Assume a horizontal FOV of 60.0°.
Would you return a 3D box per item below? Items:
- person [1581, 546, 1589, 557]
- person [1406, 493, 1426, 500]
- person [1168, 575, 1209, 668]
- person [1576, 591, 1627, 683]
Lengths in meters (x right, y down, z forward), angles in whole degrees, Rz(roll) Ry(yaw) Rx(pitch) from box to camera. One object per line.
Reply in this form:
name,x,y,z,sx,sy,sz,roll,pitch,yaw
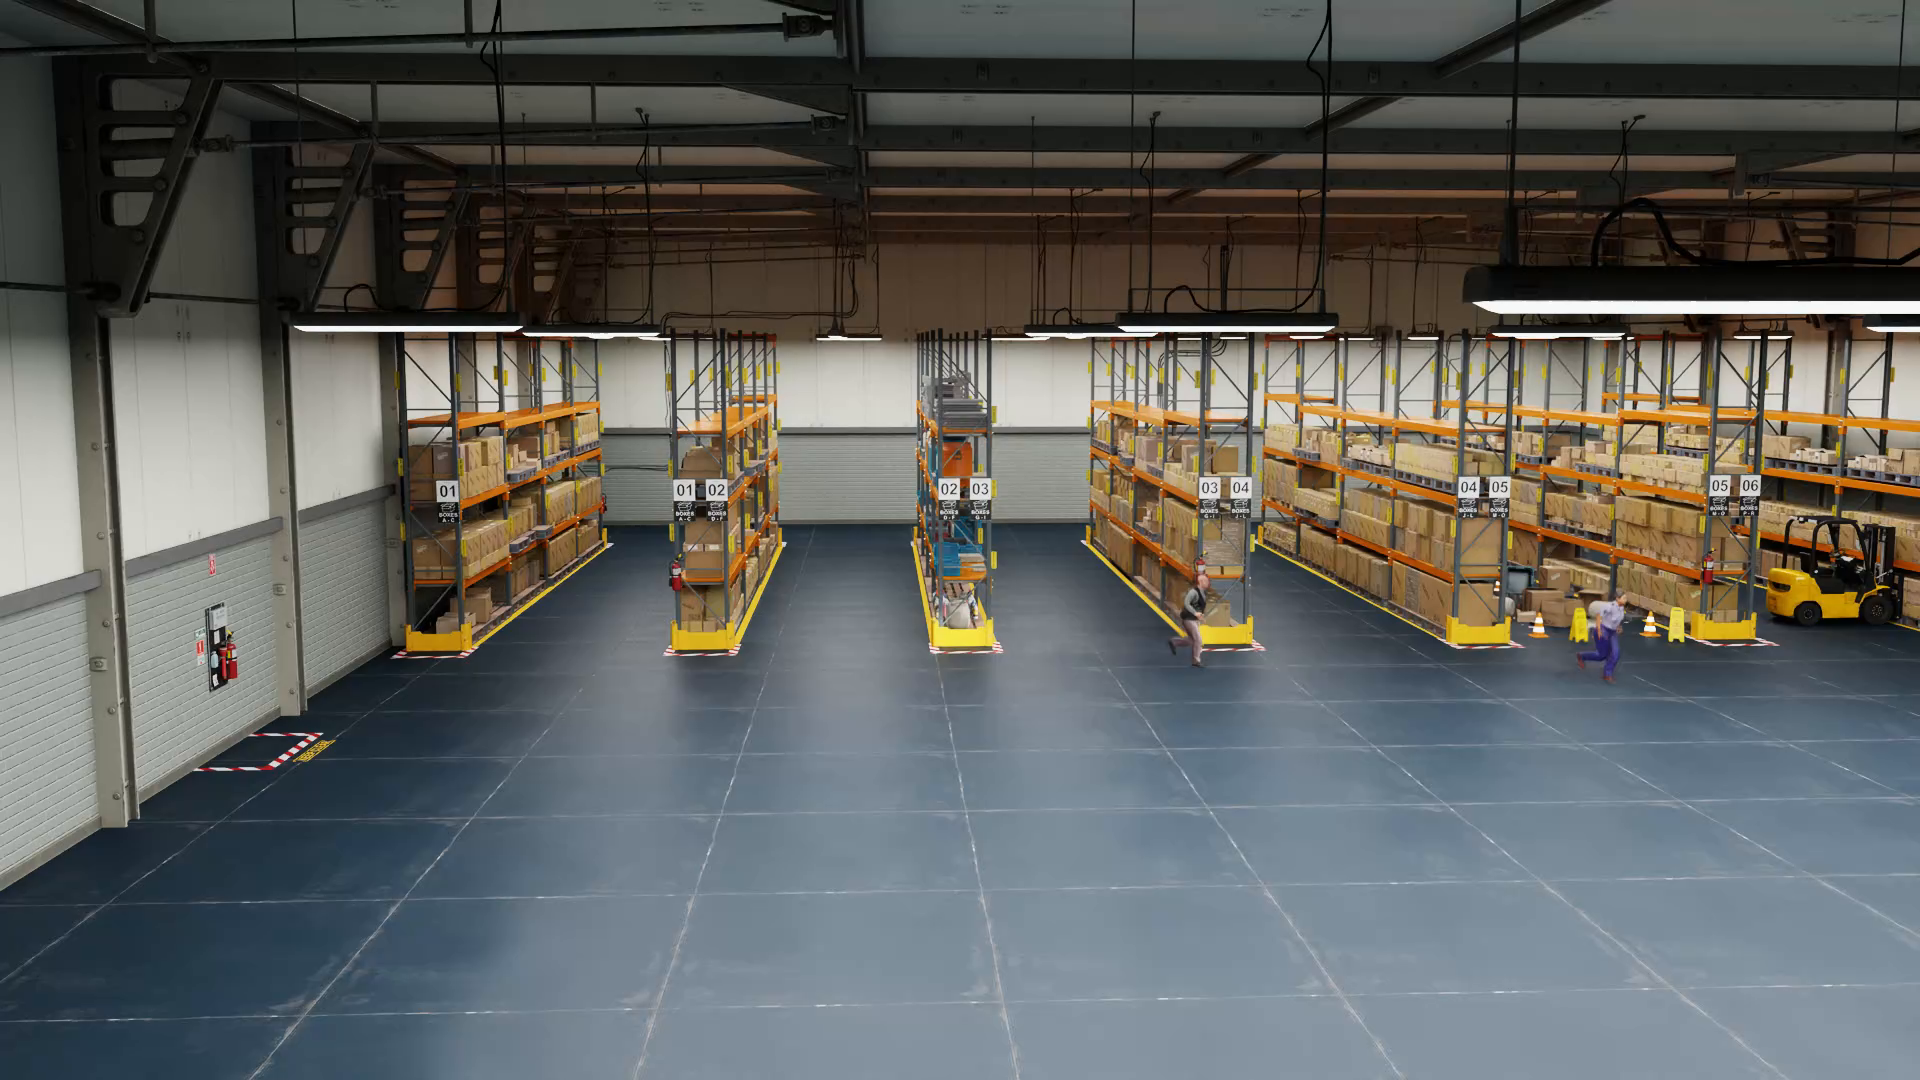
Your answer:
person,16.478,-0.370,44.440,0.589,1.720,0.873,-2,7,-18
person,13.546,-0.910,49.402,0.706,1.704,0.568,0,7,0
person,4.053,1.430,29.590,0.809,1.671,0.636,5,8,36
person,10.972,1.628,28.411,0.827,1.602,0.606,7,9,44
